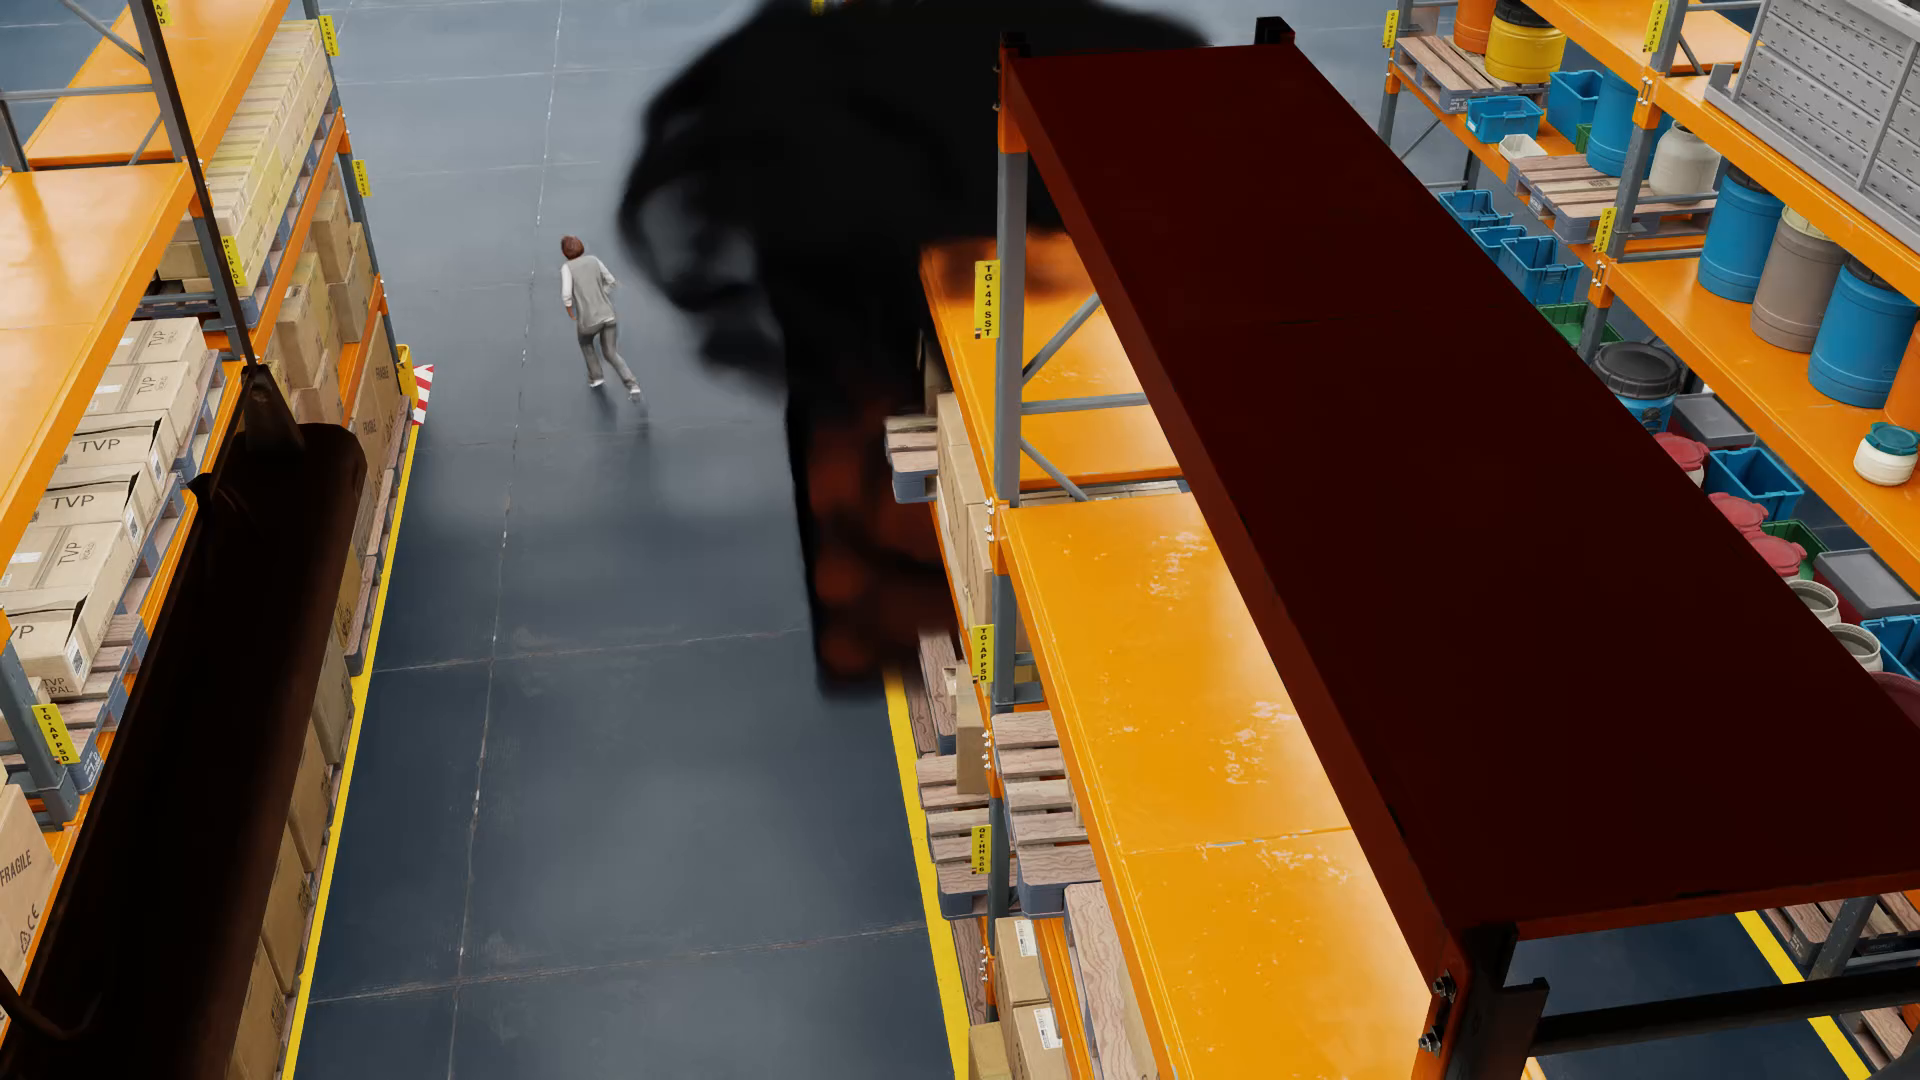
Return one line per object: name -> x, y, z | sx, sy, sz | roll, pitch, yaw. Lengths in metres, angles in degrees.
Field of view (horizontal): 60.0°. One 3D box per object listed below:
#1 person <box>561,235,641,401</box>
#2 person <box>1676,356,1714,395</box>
person -> -3.177, -1.876, 14.754 | 0.913, 1.547, 0.570 | 30, 46, 34
person -> 6.084, -1.199, 13.711 | 0.579, 1.685, 0.690 | -3, 36, -4
